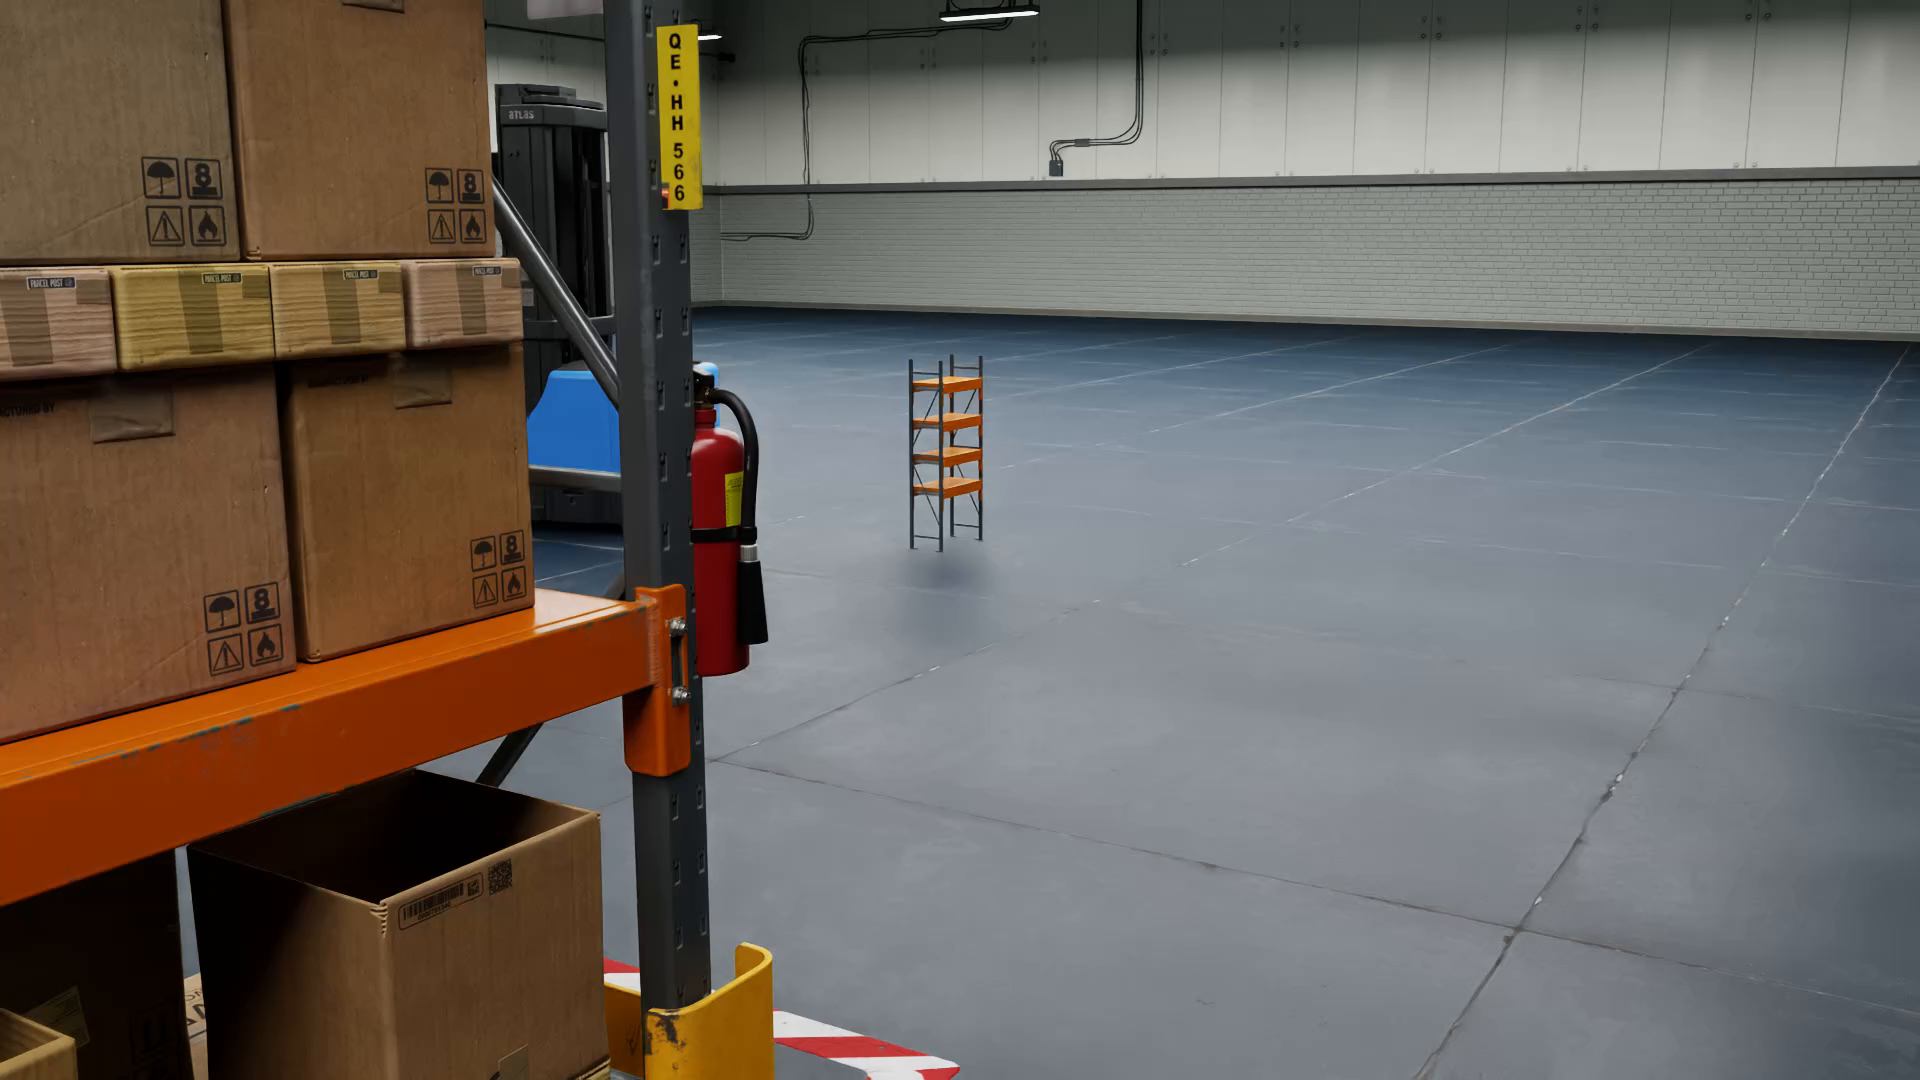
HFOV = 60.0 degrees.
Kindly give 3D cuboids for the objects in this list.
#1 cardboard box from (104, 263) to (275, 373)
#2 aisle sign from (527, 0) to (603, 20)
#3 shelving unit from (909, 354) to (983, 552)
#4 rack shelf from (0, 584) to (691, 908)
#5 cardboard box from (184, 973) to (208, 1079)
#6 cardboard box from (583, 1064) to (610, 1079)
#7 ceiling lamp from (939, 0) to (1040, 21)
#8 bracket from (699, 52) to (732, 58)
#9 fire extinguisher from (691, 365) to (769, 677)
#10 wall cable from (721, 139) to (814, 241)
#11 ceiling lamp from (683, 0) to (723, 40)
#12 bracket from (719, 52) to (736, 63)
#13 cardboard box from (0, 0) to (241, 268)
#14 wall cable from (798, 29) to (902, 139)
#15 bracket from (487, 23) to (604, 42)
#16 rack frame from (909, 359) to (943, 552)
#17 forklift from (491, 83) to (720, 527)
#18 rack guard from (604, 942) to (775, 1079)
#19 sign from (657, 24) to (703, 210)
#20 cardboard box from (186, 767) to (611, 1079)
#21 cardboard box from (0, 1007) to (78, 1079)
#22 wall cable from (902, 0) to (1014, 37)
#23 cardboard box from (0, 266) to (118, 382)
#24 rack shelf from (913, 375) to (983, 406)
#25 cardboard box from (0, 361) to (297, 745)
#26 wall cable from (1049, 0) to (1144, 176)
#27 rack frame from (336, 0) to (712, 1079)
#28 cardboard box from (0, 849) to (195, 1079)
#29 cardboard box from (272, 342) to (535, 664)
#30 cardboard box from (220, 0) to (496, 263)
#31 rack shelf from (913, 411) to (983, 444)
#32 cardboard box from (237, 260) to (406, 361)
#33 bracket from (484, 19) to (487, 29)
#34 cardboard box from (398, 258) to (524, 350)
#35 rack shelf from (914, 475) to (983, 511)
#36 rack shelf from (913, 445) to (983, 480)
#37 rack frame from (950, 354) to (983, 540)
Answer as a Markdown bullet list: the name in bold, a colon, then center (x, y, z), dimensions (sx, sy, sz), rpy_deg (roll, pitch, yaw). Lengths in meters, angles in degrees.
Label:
- **cardboard box**: center (-1.273, -0.345, 2.526), dimensions (0.380, 0.149, 0.250), rpy_deg (6, 12, 30)
- **aisle sign**: center (-0.685, -1.397, 3.115), dimensions (0.394, 0.787, 0.004), rpy_deg (6, 12, 31)
- **shelving unit**: center (-0.086, -0.564, 10.619), dimensions (0.258, 1.200, 0.503), rpy_deg (6, 12, 31)
- **rack shelf**: center (-2.008, 0.531, 1.835), dimensions (1.077, 0.370, 4.000), rpy_deg (6, 12, 31)
- **cardboard box**: center (-1.439, 1.071, 3.326), dimensions (0.500, 0.250, 0.500), rpy_deg (6, 12, 31)
- **cardboard box**: center (-0.996, 1.121, 3.062), dimensions (0.500, 0.250, 0.500), rpy_deg (6, 12, 31)
- **ceiling lamp**: center (0.664, -11.250, 30.642), dimensions (2.000, 3.185, 0.800), rpy_deg (6, 12, 31)
- **bracket**: center (-6.262, -12.228, 41.951), dimensions (0.076, 0.066, 3.189), rpy_deg (6, 12, 31)
- **fire extinguisher**: center (-0.512, -0.073, 3.318), dimensions (0.296, 0.674, 0.183), rpy_deg (6, 12, 31)
- **wall cable**: center (-5.045, -8.959, 42.705), dimensions (3.097, 2.526, 0.112), rpy_deg (6, 12, 31)
- **ceiling lamp**: center (-5.652, -11.956, 34.413), dimensions (2.000, 3.185, 0.800), rpy_deg (6, 12, 31)
- **bracket**: center (-5.956, -12.321, 42.447), dimensions (0.235, 0.232, 0.430), rpy_deg (6, 12, 31)
- **cardboard box**: center (-1.519, -0.660, 2.446), dimensions (0.700, 0.500, 0.500), rpy_deg (6, 12, 29)
- **wall cable**: center (-2.733, -11.183, 40.860), dimensions (3.097, 2.526, 0.112), rpy_deg (6, 12, 31)
- **bracket**: center (-8.955, -11.413, 37.594), dimensions (0.076, 0.066, 4.783), rpy_deg (6, 12, 31)
- **rack frame**: center (-0.213, -0.525, 10.414), dimensions (0.240, 1.200, 0.015), rpy_deg (6, 12, 31)
- **forklift**: center (-3.264, -1.630, 11.609), dimensions (3.031, 2.935, 1.130), rpy_deg (3, 11, 16)
- **rack guard**: center (-0.958, 1.088, 3.699), dimensions (1.175, 0.500, 0.348), rpy_deg (6, 12, 31)
- **sign**: center (-0.514, -0.769, 3.032), dimensions (0.100, 0.325, 0.005), rpy_deg (6, 12, 31)
- **cardboard box**: center (-0.994, 0.752, 2.992), dimensions (0.500, 0.500, 0.500), rpy_deg (6, 12, 31)
- **cardboard box**: center (-1.501, 0.911, 2.144), dimensions (0.500, 0.500, 0.500), rpy_deg (6, 12, 31)
- **wall cable**: center (-0.088, -13.123, 38.862), dimensions (3.097, 2.526, 0.112), rpy_deg (6, 12, 31)
- **cardboard box**: center (-1.405, -0.306, 2.316), dimensions (0.380, 0.149, 0.250), rpy_deg (7, 12, 31)
- **rack shelf**: center (-0.086, -0.950, 10.547), dimensions (0.258, 0.148, 0.480), rpy_deg (6, 12, 31)
- **cardboard box**: center (-1.492, -0.031, 2.611), dimensions (0.700, 0.500, 0.500), rpy_deg (7, 13, 32)
- **wall cable**: center (3.060, -11.247, 37.249), dimensions (2.305, 6.003, 0.169), rpy_deg (6, 12, 31)
- **rack frame**: center (-0.970, -0.137, 3.449), dimensions (1.000, 3.000, 0.127), rpy_deg (6, 12, 31)
- **cardboard box**: center (-1.697, 0.781, 2.836), dimensions (0.500, 0.500, 0.500), rpy_deg (6, 12, 31)
- **cardboard box**: center (-1.223, -0.114, 3.054), dimensions (0.700, 0.500, 0.500), rpy_deg (6, 12, 31)
- **cardboard box**: center (-1.251, -0.743, 2.890), dimensions (0.700, 0.500, 0.500), rpy_deg (6, 12, 31)
- **rack shelf**: center (-0.086, -0.717, 10.590), dimensions (0.258, 0.148, 0.480), rpy_deg (6, 12, 31)
- **cardboard box**: center (-1.140, -0.385, 2.741), dimensions (0.380, 0.149, 0.250), rpy_deg (7, 13, 32)
- **bracket**: center (-10.301, -11.005, 35.416), dimensions (0.235, 0.232, 0.430), rpy_deg (6, 12, 31)
- **cardboard box**: center (-1.006, -0.427, 2.962), dimensions (0.380, 0.149, 0.250), rpy_deg (6, 12, 30)
- **rack shelf**: center (-0.086, -0.302, 10.668), dimensions (0.258, 0.148, 0.480), rpy_deg (6, 12, 31)
- **rack shelf**: center (-0.086, -0.498, 10.632), dimensions (0.258, 0.148, 0.480), rpy_deg (6, 12, 31)
- **rack frame**: center (0.041, -0.602, 10.824), dimensions (0.240, 1.200, 0.015), rpy_deg (6, 12, 31)
